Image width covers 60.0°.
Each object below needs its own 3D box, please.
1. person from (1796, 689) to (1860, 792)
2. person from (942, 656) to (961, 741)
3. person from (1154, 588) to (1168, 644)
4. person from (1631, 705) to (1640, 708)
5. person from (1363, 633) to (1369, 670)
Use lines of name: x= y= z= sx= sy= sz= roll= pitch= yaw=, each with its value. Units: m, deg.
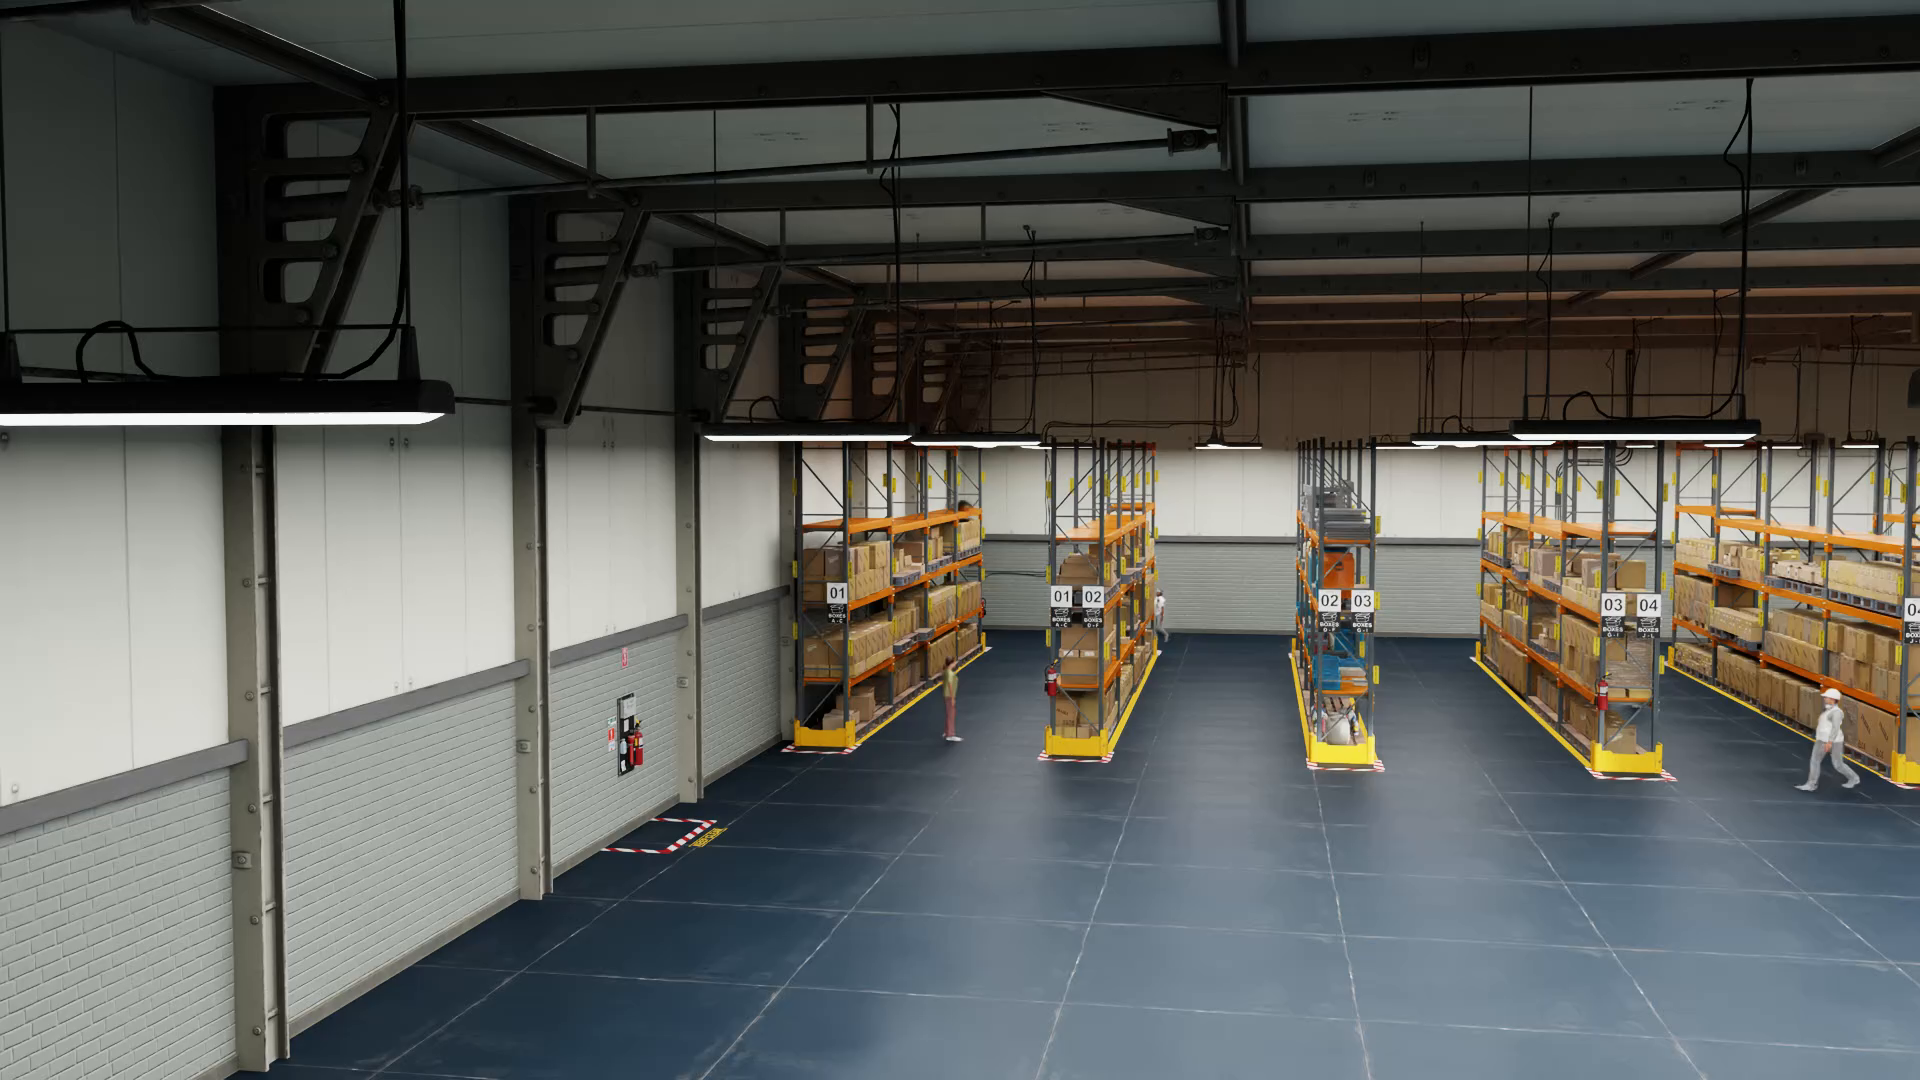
person: x=14.656 y=3.374 z=27.973 sx=0.980 sy=1.747 sz=0.505 roll=-1 pitch=3 yaw=-15
person: x=-0.186 y=3.176 z=33.046 sx=0.355 sy=1.749 sz=0.509 roll=-1 pitch=3 yaw=-14
person: x=5.902 y=2.252 z=49.412 sx=0.552 sy=1.688 sz=0.472 roll=-2 pitch=4 yaw=-36
person: x=15.144 y=2.860 z=37.318 sx=0.457 sy=1.766 sz=0.662 roll=-1 pitch=3 yaw=-12
person: x=10.665 y=2.523 z=43.984 sx=0.409 sy=1.795 sz=0.574 roll=-2 pitch=3 yaw=-29
